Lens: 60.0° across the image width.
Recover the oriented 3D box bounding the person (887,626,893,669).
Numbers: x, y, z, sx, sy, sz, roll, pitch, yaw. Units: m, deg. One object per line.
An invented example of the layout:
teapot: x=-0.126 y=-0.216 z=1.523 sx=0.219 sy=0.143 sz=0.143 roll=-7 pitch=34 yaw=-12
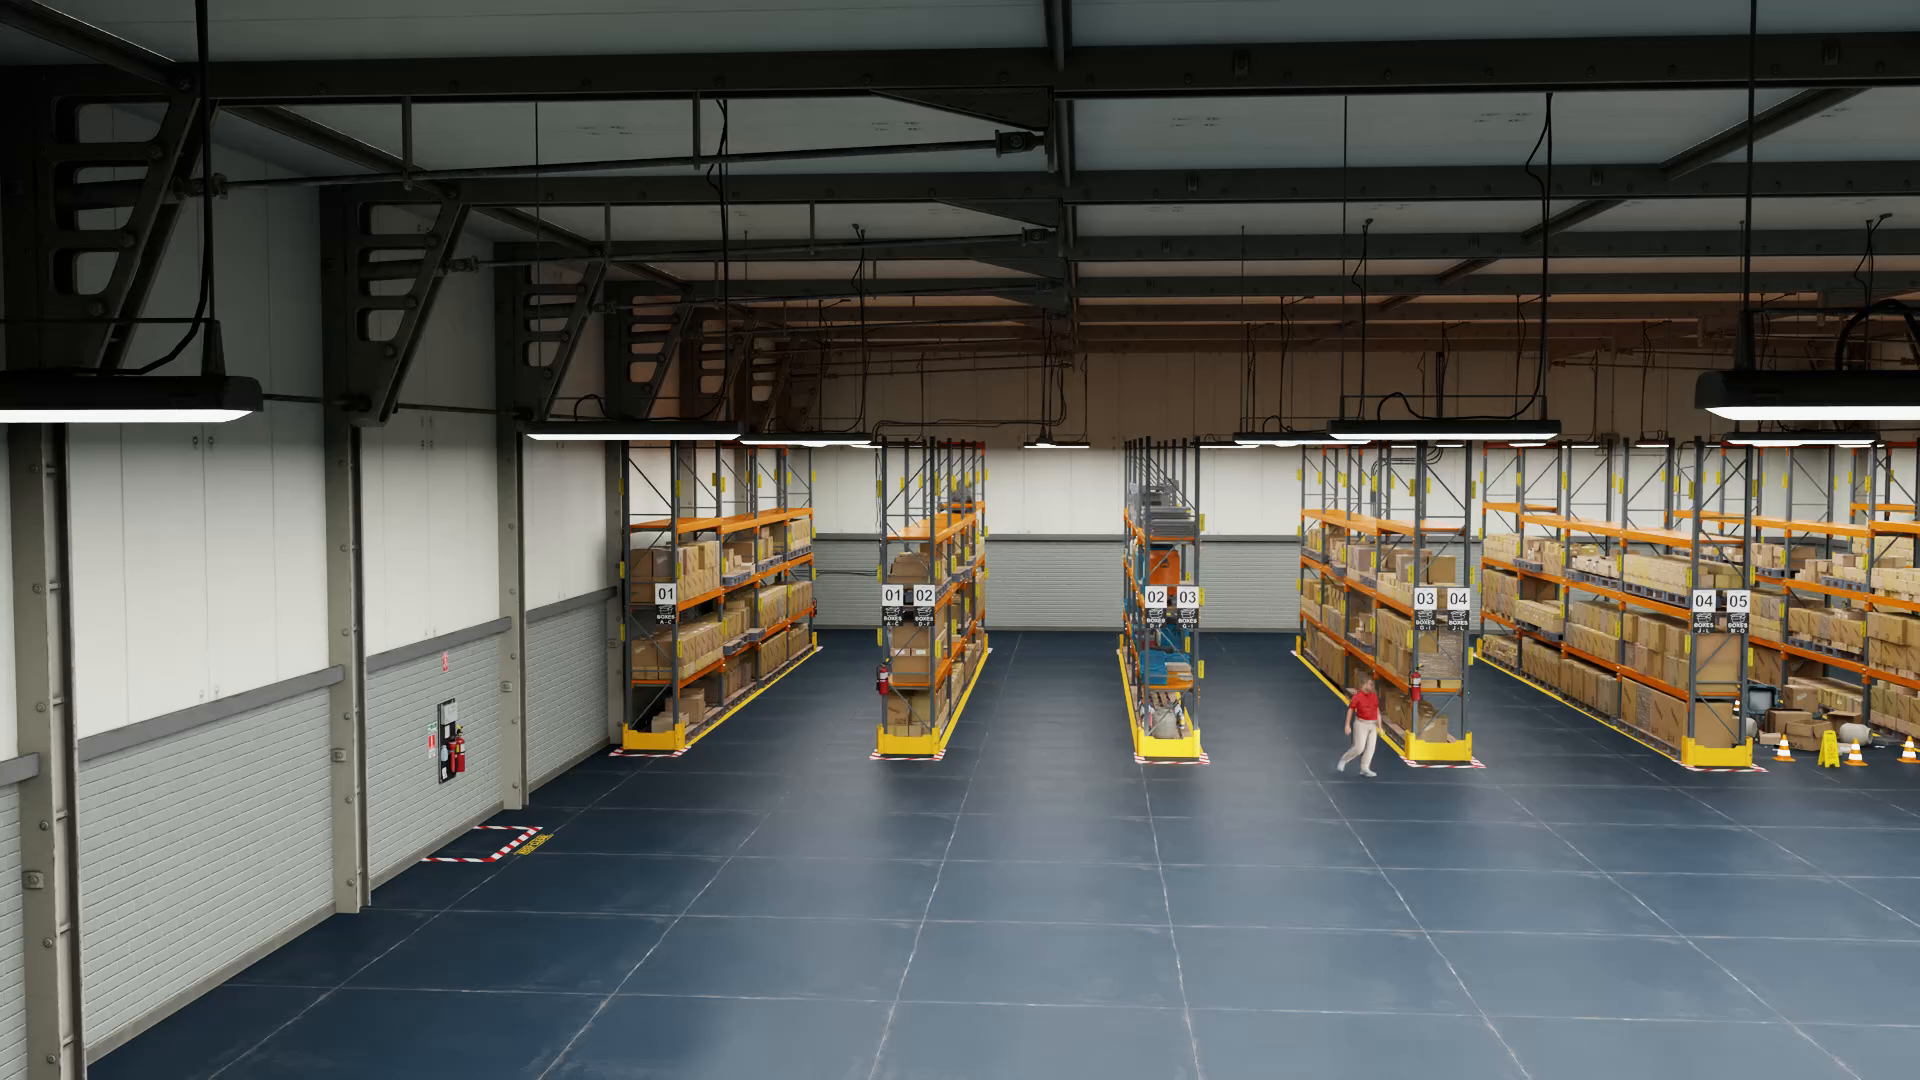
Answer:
person: x=-1.742 y=2.612 z=43.999 sx=0.619 sy=1.625 sz=0.967 roll=0 pitch=3 yaw=7

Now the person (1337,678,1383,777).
person: x=7.038 y=3.292 z=29.336 sx=0.710 sy=1.721 sz=0.592 roll=-2 pitch=4 yaw=-30
